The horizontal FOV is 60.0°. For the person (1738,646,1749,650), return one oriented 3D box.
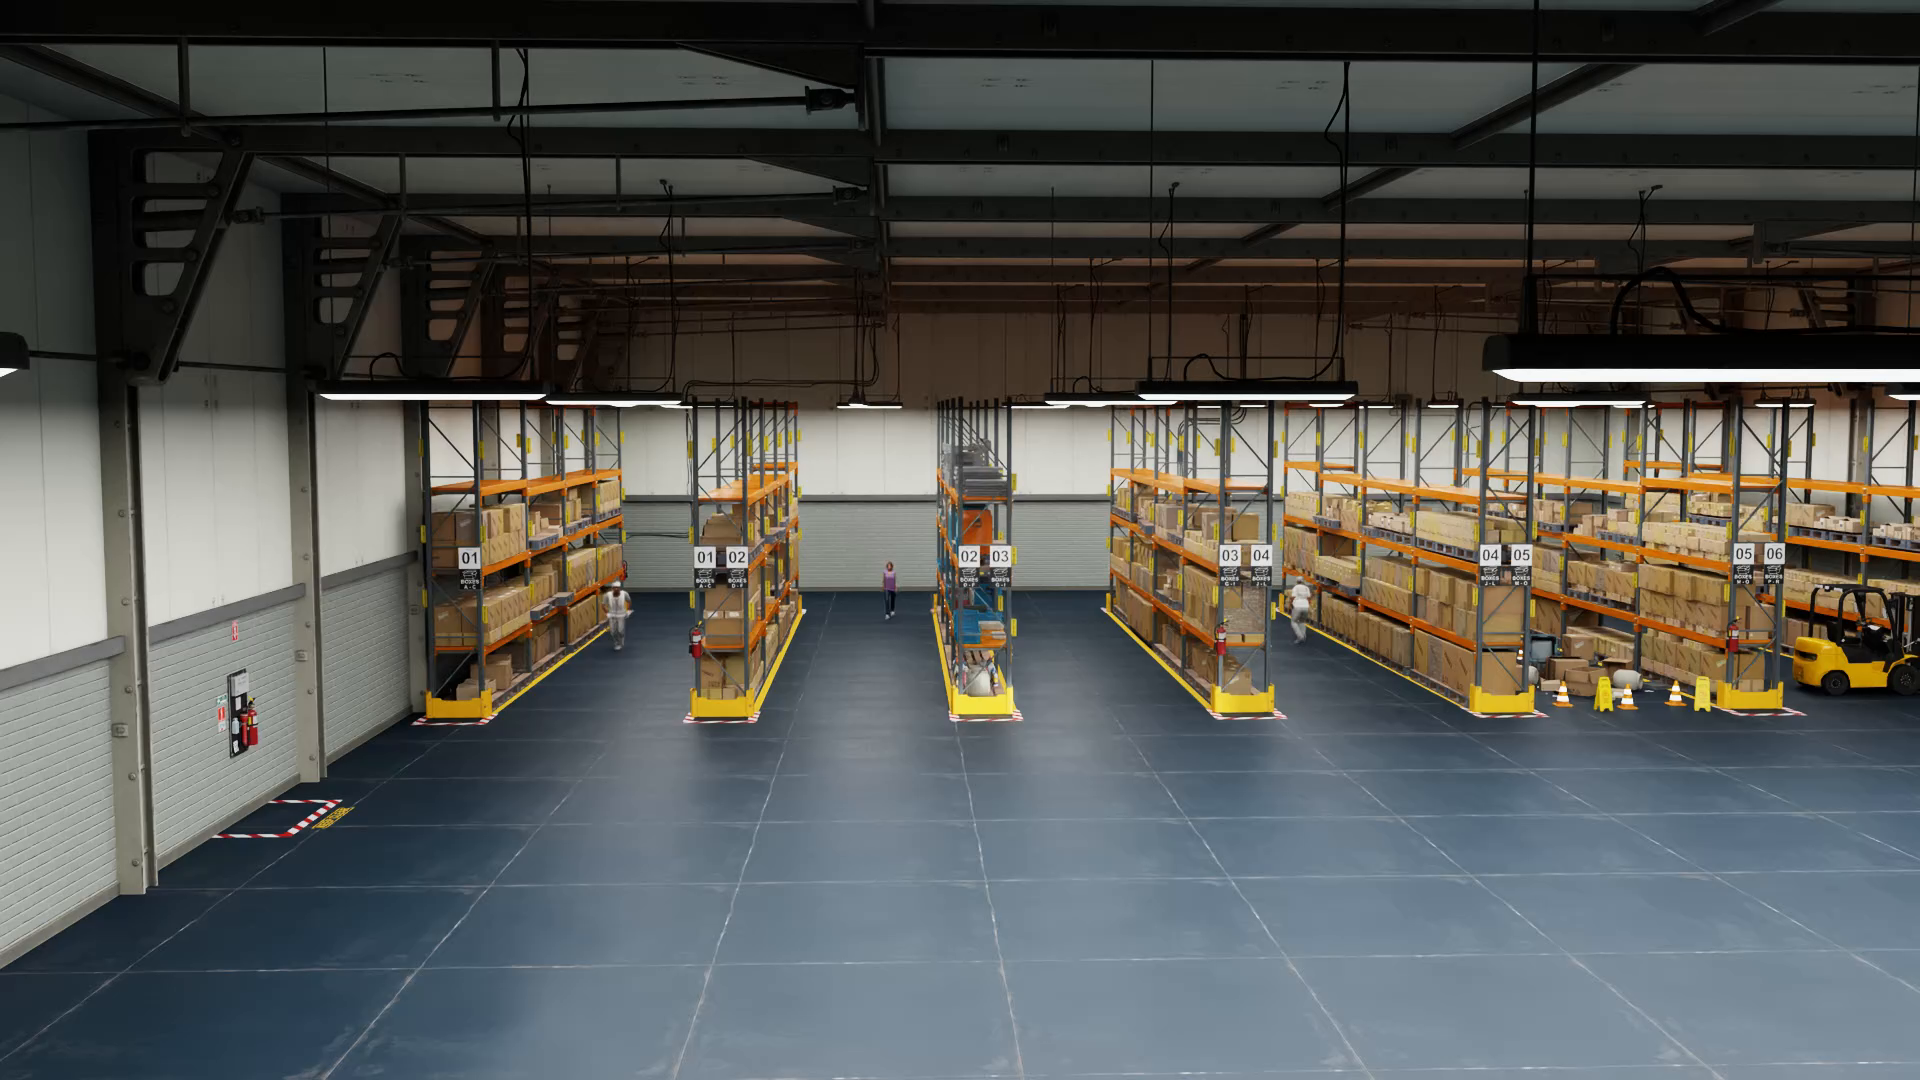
[{"bbox_3d":[17.040,2.132,36.376,0.513,1.575,0.710,-1,4,-11],"label":"person"}]

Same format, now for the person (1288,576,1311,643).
[{"bbox_3d":[8.472,1.730,41.291,0.541,1.647,0.642,-1,5,-18],"label":"person"}]

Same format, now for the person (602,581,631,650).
[{"bbox_3d":[-8.220,1.811,39.815,0.659,1.684,0.648,0,4,-2],"label":"person"}]

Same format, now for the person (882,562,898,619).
[{"bbox_3d":[-1.939,1.376,46.013,0.432,1.539,0.972,0,4,-2],"label":"person"}]
